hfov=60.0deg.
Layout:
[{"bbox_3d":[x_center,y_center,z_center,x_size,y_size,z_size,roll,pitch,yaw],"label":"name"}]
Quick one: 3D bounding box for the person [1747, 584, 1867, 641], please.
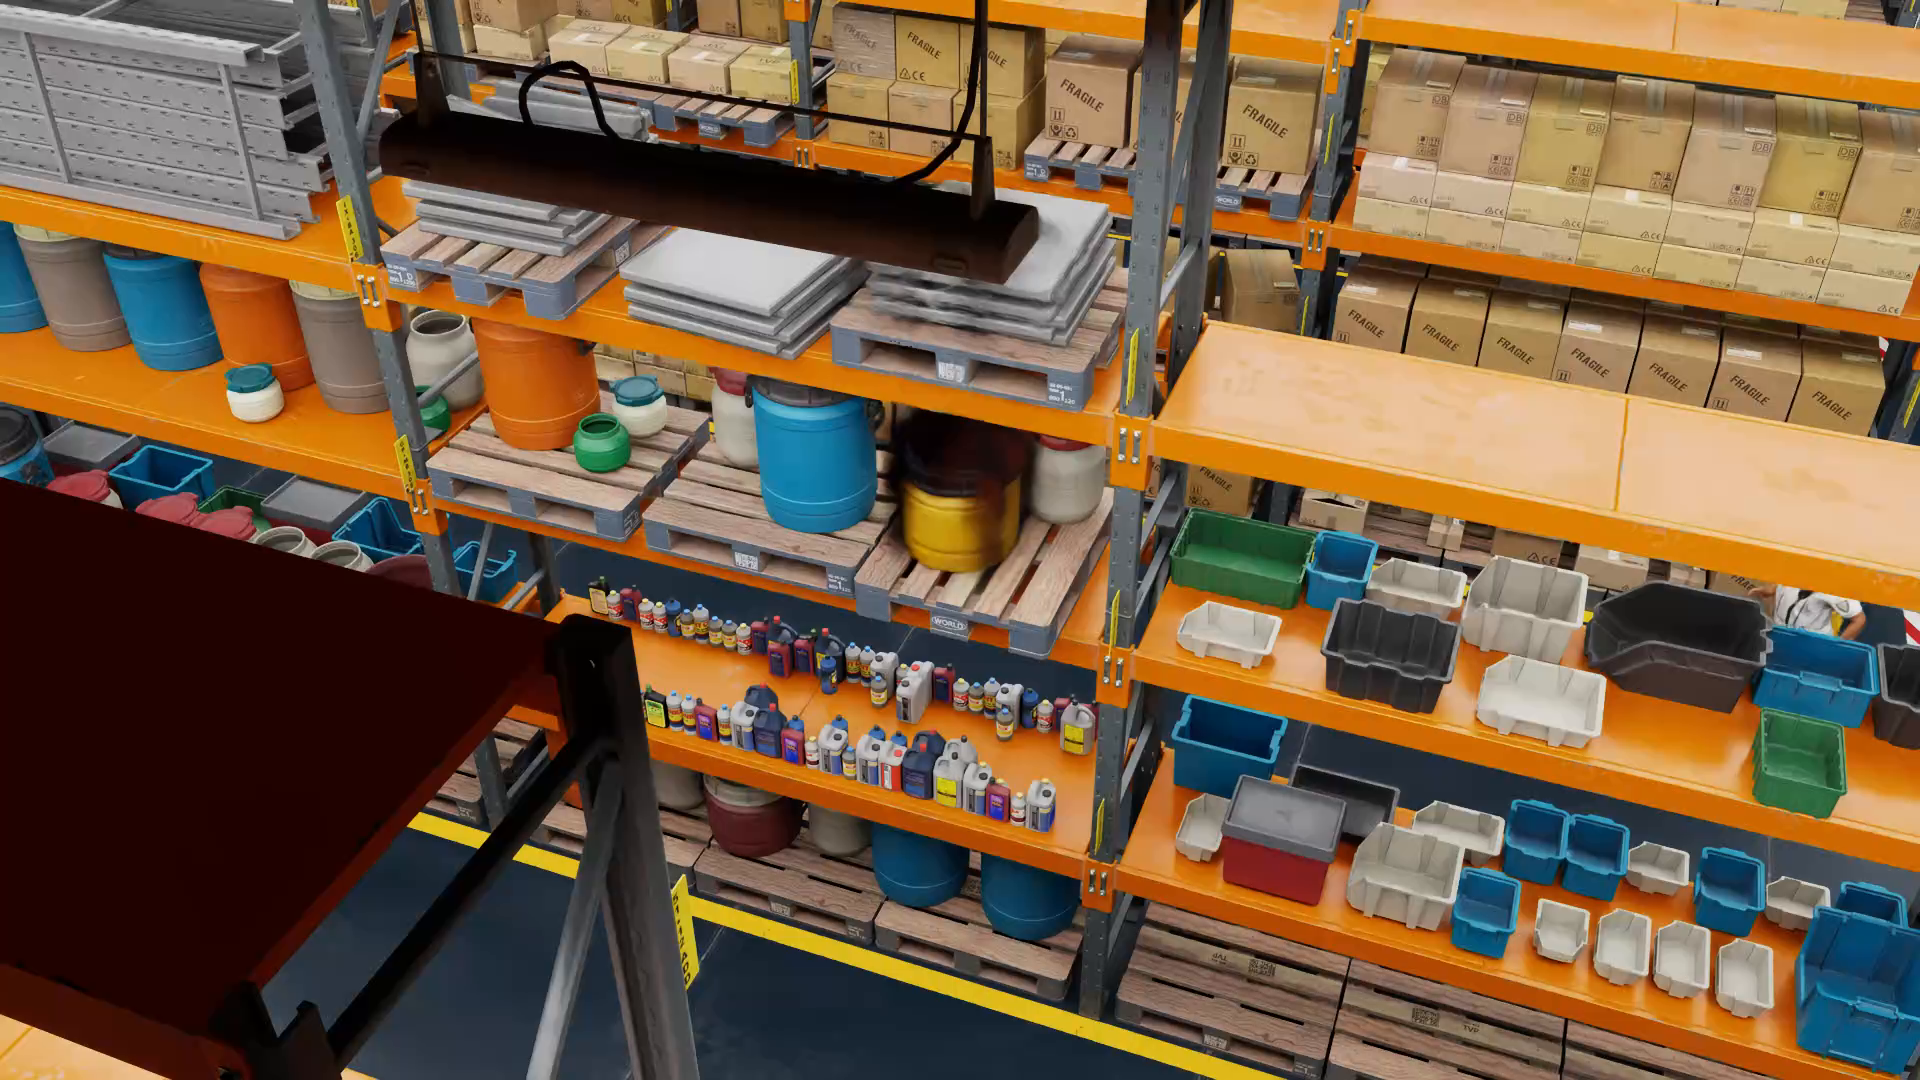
[{"bbox_3d":[5.605,0.675,11.086,0.842,1.723,0.566,9,37,12],"label":"person"}]
